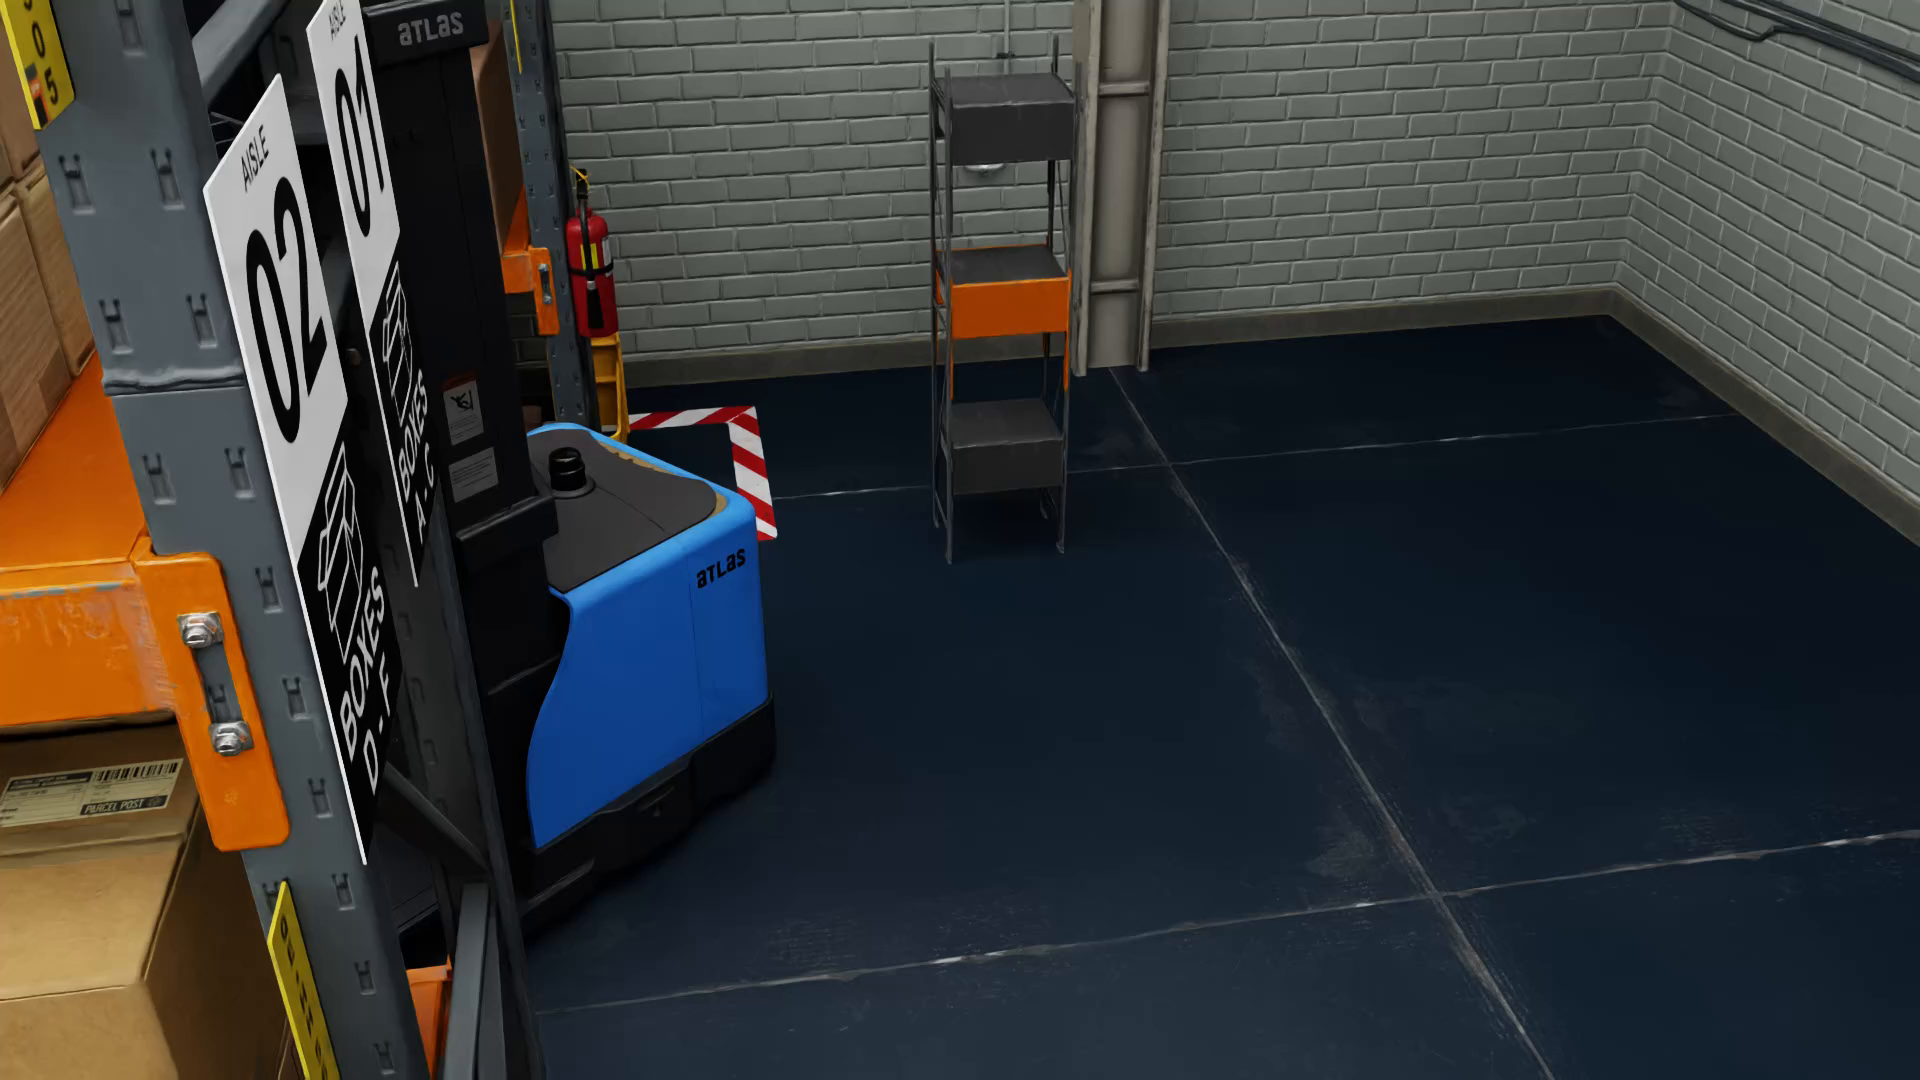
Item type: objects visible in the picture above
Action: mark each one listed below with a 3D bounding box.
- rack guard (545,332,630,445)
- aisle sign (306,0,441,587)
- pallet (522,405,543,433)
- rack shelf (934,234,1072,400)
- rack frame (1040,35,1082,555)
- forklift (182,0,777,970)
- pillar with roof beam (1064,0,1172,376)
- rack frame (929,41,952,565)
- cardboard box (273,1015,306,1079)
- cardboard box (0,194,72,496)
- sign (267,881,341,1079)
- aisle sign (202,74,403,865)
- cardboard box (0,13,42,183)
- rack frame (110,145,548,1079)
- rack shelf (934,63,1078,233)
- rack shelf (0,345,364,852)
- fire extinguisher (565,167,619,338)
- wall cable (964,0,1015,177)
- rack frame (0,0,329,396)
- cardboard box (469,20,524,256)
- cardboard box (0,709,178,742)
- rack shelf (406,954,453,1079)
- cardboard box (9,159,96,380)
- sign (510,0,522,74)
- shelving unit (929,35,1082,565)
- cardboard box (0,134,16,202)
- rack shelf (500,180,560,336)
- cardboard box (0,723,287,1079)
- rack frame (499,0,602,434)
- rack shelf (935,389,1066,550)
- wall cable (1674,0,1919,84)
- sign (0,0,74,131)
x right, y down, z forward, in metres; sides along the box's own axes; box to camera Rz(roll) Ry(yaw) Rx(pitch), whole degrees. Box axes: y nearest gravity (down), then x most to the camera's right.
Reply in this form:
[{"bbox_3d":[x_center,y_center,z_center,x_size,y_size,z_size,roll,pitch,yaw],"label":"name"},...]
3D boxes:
[{"bbox_3d":[-1.702,-0.491,7.592,0.348,0.500,1.175,-5,31,-9],"label":"rack guard"},{"bbox_3d":[-0.816,-0.370,2.355,0.004,0.787,0.394,-5,31,-9],"label":"aisle sign"},{"bbox_3d":[-2.498,-0.252,7.471,1.213,0.211,1.003,-5,31,-9],"label":"pallet"},{"bbox_3d":[0.163,-0.908,6.750,0.480,0.518,0.431,-5,31,-9],"label":"rack shelf"},{"bbox_3d":[0.403,-0.943,6.781,0.015,2.100,0.400,-5,31,-9],"label":"rack frame"},{"bbox_3d":[-1.965,-0.042,4.430,1.130,2.935,3.031,22,37,33],"label":"forklift"},{"bbox_3d":[1.550,-2.684,2.936,0.400,9.000,9.100,-5,31,-9],"label":"pillar with roof beam"},{"bbox_3d":[-0.077,-0.898,6.706,0.015,2.100,0.400,-5,31,-9],"label":"rack frame"},{"bbox_3d":[-1.221,1.037,2.429,0.500,0.500,0.500,-4,31,-7],"label":"cardboard box"},{"bbox_3d":[-1.288,-0.147,1.729,0.500,0.250,0.500,-5,31,-9],"label":"cardboard box"},{"bbox_3d":[-0.750,0.546,1.907,0.005,0.325,0.100,-5,31,-9],"label":"sign"},{"bbox_3d":[-0.708,-0.071,1.846,0.004,0.787,0.394,-5,31,-9],"label":"aisle sign"},{"bbox_3d":[-1.382,-0.624,2.046,0.500,0.250,0.500,-5,31,-9],"label":"cardboard box"},{"bbox_3d":[-0.830,0.903,2.755,0.127,3.000,1.000,-5,31,-9],"label":"rack frame"},{"bbox_3d":[0.163,-1.512,6.396,0.480,0.518,0.431,-5,31,-9],"label":"rack shelf"},{"bbox_3d":[-2.797,0.103,1.866,4.000,0.370,1.077,-5,31,-9],"label":"rack shelf"},{"bbox_3d":[-1.494,-1.156,6.701,0.183,0.674,0.296,-5,31,-9],"label":"fire extinguisher"},{"bbox_3d":[-0.637,-2.593,7.698,1.851,1.984,0.084,-5,31,-9],"label":"wall cable"},{"bbox_3d":[-0.830,-1.683,1.234,0.127,3.000,1.000,-5,31,-9],"label":"rack frame"},{"bbox_3d":[-2.226,-1.644,6.791,0.700,0.700,0.980,-4,31,-7],"label":"cardboard box"},{"bbox_3d":[-1.314,0.338,2.630,0.500,0.500,0.500,-4,31,-7],"label":"cardboard box"},{"bbox_3d":[-2.797,1.396,2.626,4.000,0.370,1.077,-5,31,-9],"label":"rack shelf"},{"bbox_3d":[-1.381,-0.405,2.168,0.500,0.250,0.500,-5,31,-9],"label":"cardboard box"},{"bbox_3d":[-1.642,-1.896,6.139,0.005,0.325,0.100,-5,31,-9],"label":"sign"},{"bbox_3d":[0.163,-0.920,6.743,0.503,2.100,0.431,-5,31,-9],"label":"shelving unit"},{"bbox_3d":[-1.289,-0.367,1.610,0.500,0.250,0.500,-5,31,-9],"label":"cardboard box"},{"bbox_3d":[-3.693,-1.074,6.826,4.000,0.370,1.077,-5,31,-9],"label":"rack shelf"},{"bbox_3d":[-1.218,0.607,2.173,0.500,0.500,0.500,-6,31,-9],"label":"cardboard box"},{"bbox_3d":[-1.726,-1.566,6.954,0.127,3.000,1.000,-5,31,-9],"label":"rack frame"},{"bbox_3d":[0.163,-0.305,7.105,0.480,0.518,0.431,-5,31,-9],"label":"rack shelf"},{"bbox_3d":[3.902,-3.152,6.796,0.112,2.526,3.097,-5,31,-9],"label":"wall cable"},{"bbox_3d":[-0.750,-0.493,1.296,0.005,0.325,0.100,-5,31,-9],"label":"sign"}]
